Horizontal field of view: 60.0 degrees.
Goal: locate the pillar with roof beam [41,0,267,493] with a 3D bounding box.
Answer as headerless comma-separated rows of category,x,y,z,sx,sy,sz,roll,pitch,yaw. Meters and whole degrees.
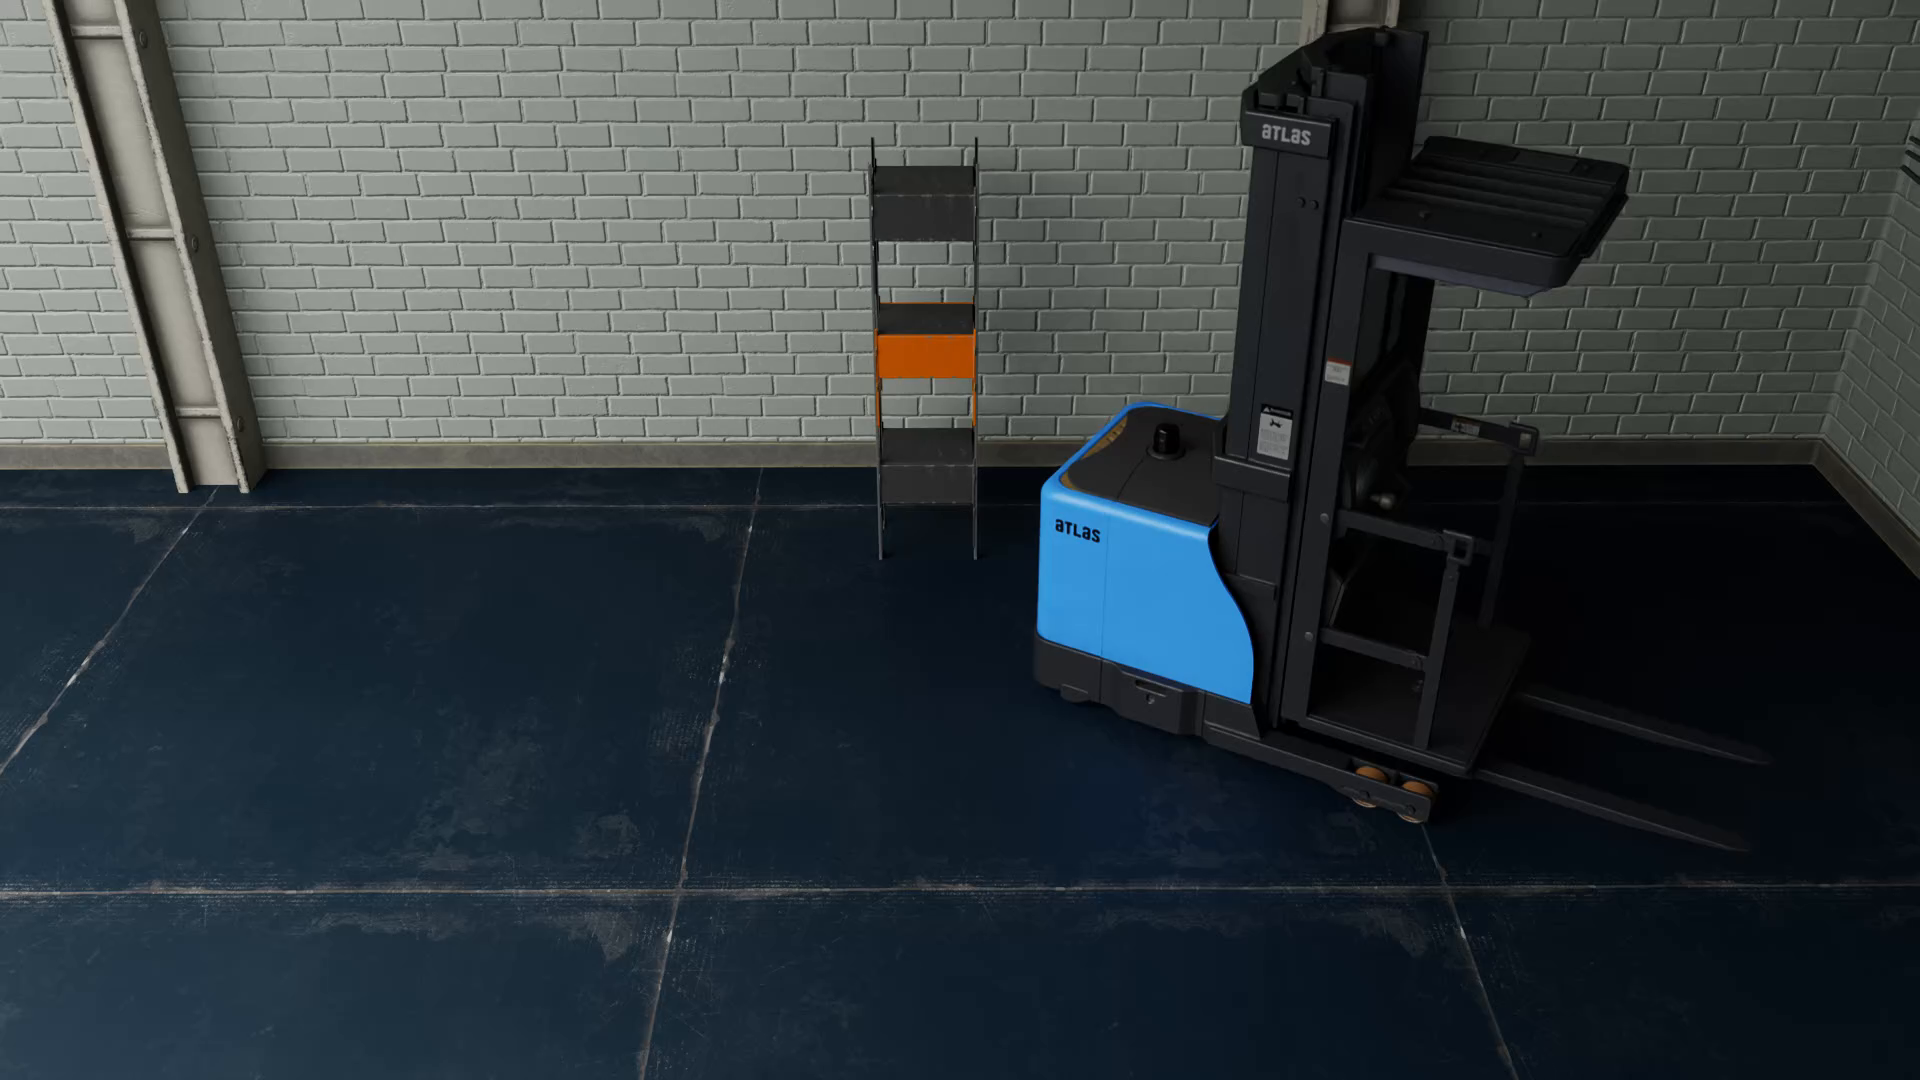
pillar with roof beam,-4.093,-1.956,3.298,0.400,9.000,9.100,0,31,0

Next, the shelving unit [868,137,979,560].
shelving unit,-0.166,-0.897,8.204,0.503,2.100,0.431,0,31,0

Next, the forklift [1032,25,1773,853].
forklift,1.869,-0.408,6.597,3.031,2.935,1.130,16,35,25

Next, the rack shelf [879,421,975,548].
rack shelf,-0.166,-0.287,8.575,0.480,0.518,0.431,0,31,0

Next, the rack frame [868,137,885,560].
rack frame,-0.410,-0.896,8.203,0.015,2.100,0.400,0,31,0

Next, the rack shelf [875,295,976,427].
rack shelf,-0.166,-0.885,8.212,0.480,0.518,0.431,0,31,0

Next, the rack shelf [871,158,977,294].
rack shelf,-0.166,-1.484,7.848,0.480,0.518,0.431,0,31,0

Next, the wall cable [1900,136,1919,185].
wall cable,4.835,-2.203,6.700,0.112,2.526,3.097,0,31,0

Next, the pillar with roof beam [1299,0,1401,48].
pillar with roof beam,1.907,-1.974,3.329,0.400,9.000,9.100,0,31,0

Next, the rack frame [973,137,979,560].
rack frame,0.078,-0.898,8.206,0.015,2.100,0.400,0,31,0
